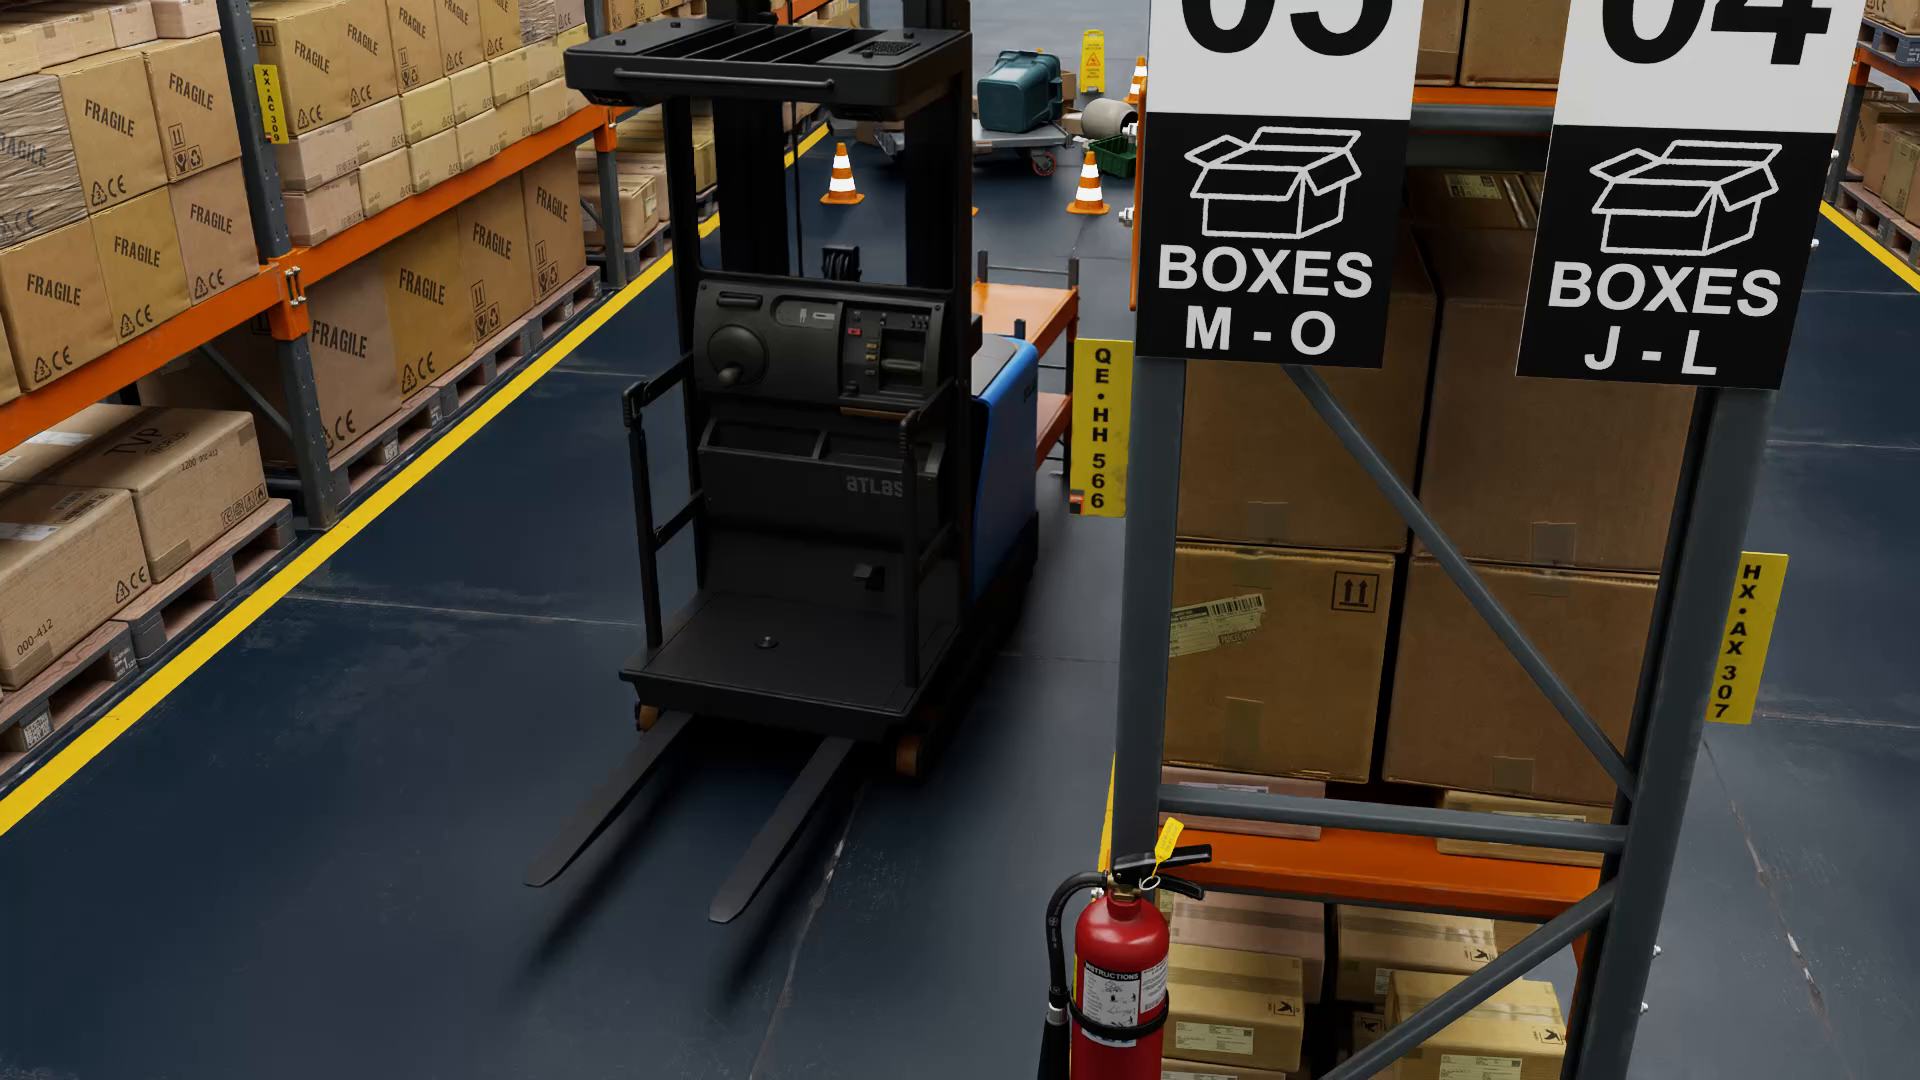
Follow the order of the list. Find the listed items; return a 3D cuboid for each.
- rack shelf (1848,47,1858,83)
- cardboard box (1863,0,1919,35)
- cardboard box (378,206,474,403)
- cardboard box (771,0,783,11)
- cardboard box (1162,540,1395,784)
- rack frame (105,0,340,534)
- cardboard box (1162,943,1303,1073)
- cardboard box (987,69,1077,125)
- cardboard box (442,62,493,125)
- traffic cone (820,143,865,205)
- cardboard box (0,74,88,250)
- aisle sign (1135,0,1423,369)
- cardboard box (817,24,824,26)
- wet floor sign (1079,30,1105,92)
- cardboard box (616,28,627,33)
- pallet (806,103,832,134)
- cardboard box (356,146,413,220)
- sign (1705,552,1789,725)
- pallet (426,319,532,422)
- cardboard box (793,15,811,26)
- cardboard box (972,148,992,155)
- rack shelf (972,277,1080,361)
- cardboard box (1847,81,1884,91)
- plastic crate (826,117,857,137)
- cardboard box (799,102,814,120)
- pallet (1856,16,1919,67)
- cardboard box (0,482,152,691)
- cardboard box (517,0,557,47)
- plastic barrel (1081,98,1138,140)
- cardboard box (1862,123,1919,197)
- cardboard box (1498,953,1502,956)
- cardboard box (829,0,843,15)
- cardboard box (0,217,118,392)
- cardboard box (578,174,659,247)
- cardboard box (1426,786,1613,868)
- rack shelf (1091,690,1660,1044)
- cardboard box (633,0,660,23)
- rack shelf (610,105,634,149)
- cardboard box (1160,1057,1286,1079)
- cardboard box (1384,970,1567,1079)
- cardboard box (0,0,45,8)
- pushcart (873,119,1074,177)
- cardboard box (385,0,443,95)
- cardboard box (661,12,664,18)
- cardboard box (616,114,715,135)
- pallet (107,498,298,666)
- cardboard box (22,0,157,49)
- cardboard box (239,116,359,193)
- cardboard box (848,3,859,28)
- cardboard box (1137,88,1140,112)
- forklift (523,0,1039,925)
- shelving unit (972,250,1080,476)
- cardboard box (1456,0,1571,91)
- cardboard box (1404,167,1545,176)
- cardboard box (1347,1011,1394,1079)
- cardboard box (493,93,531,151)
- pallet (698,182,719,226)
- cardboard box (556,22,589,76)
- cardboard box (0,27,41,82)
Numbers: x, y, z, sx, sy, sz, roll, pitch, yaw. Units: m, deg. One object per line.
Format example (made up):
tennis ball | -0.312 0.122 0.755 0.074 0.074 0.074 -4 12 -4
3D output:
rack shelf | 7.953 -4.620 14.930 1.077 0.370 4.000 4 25 9
cardboard box | 7.358 -4.248 12.085 1.000 1.000 1.000 4 25 9
cardboard box | -3.296 -1.321 9.045 0.875 0.875 0.875 5 26 10
cardboard box | -1.783 -4.791 14.744 0.380 0.149 0.250 4 25 8
cardboard box | 0.607 0.138 3.448 0.500 0.500 0.500 5 25 10
rack frame | -3.458 -1.450 7.309 1.000 3.000 0.127 4 25 9
cardboard box | 0.624 1.116 3.992 0.380 0.149 0.250 4 25 9
cardboard box | 0.713 -4.428 16.616 0.797 0.503 0.637 -14 29 -27
cardboard box | -2.861 -2.414 8.955 0.500 0.250 0.500 3 25 7
traffic cone | -0.972 -3.031 13.680 0.336 0.463 0.334 4 25 9
cardboard box | -3.428 -1.306 5.705 0.500 0.500 0.500 4 25 9
aisle sign | 0.480 -0.644 2.521 0.394 0.787 0.004 4 25 9
cardboard box | -1.626 -4.750 16.222 0.500 0.500 0.500 5 26 11
wet floor sign | 1.454 -5.251 18.207 0.267 0.644 0.232 0 25 -1
cardboard box | -2.489 -3.438 11.358 0.380 0.149 0.250 2 25 5
pallet | -1.879 -4.328 16.747 1.003 0.211 1.213 4 25 9
cardboard box | -3.043 -1.764 8.158 0.500 0.250 0.500 3 25 7
sign | 1.323 0.169 2.829 0.100 0.325 0.005 4 25 9
pallet | -3.210 -1.027 9.694 1.003 0.211 1.213 4 25 9
cardboard box | -1.626 -4.865 15.704 0.380 0.149 0.250 5 26 11
cardboard box | 0.100 -3.749 15.447 0.258 0.266 0.396 -14 29 -27
rack shelf | 0.184 -0.931 7.722 0.538 0.278 1.000 7 26 15
cardboard box | 7.841 -3.837 14.862 0.500 0.500 0.500 2 25 4
plastic crate | -1.085 -4.073 16.358 0.402 0.080 0.583 -5 25 -10
cardboard box | -1.712 -4.193 15.917 0.500 0.250 0.500 5 26 11
pallet | 7.357 -3.713 12.370 1.003 0.211 1.213 4 25 9
cardboard box | -3.813 0.150 6.418 0.875 0.438 0.875 3 25 7
cardboard box | -2.707 -3.171 9.690 0.500 0.500 0.500 4 25 9
plastic barrel | 1.421 -3.909 15.602 0.421 0.421 0.512 -20 32 -36
cardboard box | 7.504 -2.921 12.882 0.700 0.500 0.500 2 25 4
cardboard box | 1.335 1.109 4.710 0.380 0.149 0.250 4 25 9
cardboard box | -1.409 -5.431 16.912 0.380 0.149 0.250 4 25 9
cardboard box | -3.428 -0.857 5.924 0.500 0.500 0.500 4 25 8
cardboard box | -2.703 -2.358 11.855 0.950 0.372 0.625 2 25 5
cardboard box | 1.164 0.525 3.387 0.380 0.149 0.250 4 25 8
rack shelf | 1.115 0.013 5.032 1.077 0.370 4.000 4 25 9
cardboard box | -2.425 -3.884 11.544 0.500 0.500 0.500 5 26 11
rack shelf | -2.478 -3.633 12.823 1.077 0.370 4.000 4 25 9
cardboard box | 0.593 1.250 4.059 0.380 0.149 0.250 3 25 7
cardboard box | 1.209 1.160 3.900 0.380 0.149 0.250 3 25 6
cardboard box | -3.792 -2.019 6.463 0.380 0.149 0.250 4 25 9
pushcart | 0.107 -3.471 14.720 1.648 0.377 0.936 -5 25 -10
cardboard box | -2.963 -2.536 8.333 0.500 0.500 0.500 3 25 7
cardboard box | -2.371 -3.769 12.065 0.380 0.149 0.250 6 26 12
cardboard box | -2.348 -3.275 13.813 0.950 0.372 0.625 6 26 12
pallet | -3.660 0.126 7.232 1.003 0.211 1.213 4 25 9
cardboard box | -3.345 -1.988 6.397 0.380 0.149 0.250 5 25 10
cardboard box | -3.108 -1.773 7.586 0.500 0.250 0.500 3 25 7
cardboard box | -1.371 -5.400 17.612 0.500 0.500 0.500 4 25 9
cardboard box | 1.990 -4.084 15.883 0.500 0.500 0.500 8 26 18
forklift | -0.565 -0.665 5.713 1.130 2.935 3.031 7 26 15
shelving unit | 0.184 -0.666 7.846 0.538 1.125 1.048 7 26 15
cardboard box | 1.113 -0.937 2.852 0.500 0.250 0.500 5 26 10
cardboard box | 1.306 -0.706 4.072 0.500 0.500 0.500 3 25 7
cardboard box | 1.127 1.289 3.975 0.380 0.149 0.250 5 26 11
cardboard box | -2.797 -2.401 9.518 0.500 0.250 0.500 4 25 8
pallet | -2.474 -2.695 13.259 1.003 0.211 1.213 4 25 9
cardboard box | -2.633 -3.061 10.339 0.500 0.250 0.500 4 25 8
cardboard box | -3.424 -1.670 5.717 0.380 0.149 0.250 4 25 8
